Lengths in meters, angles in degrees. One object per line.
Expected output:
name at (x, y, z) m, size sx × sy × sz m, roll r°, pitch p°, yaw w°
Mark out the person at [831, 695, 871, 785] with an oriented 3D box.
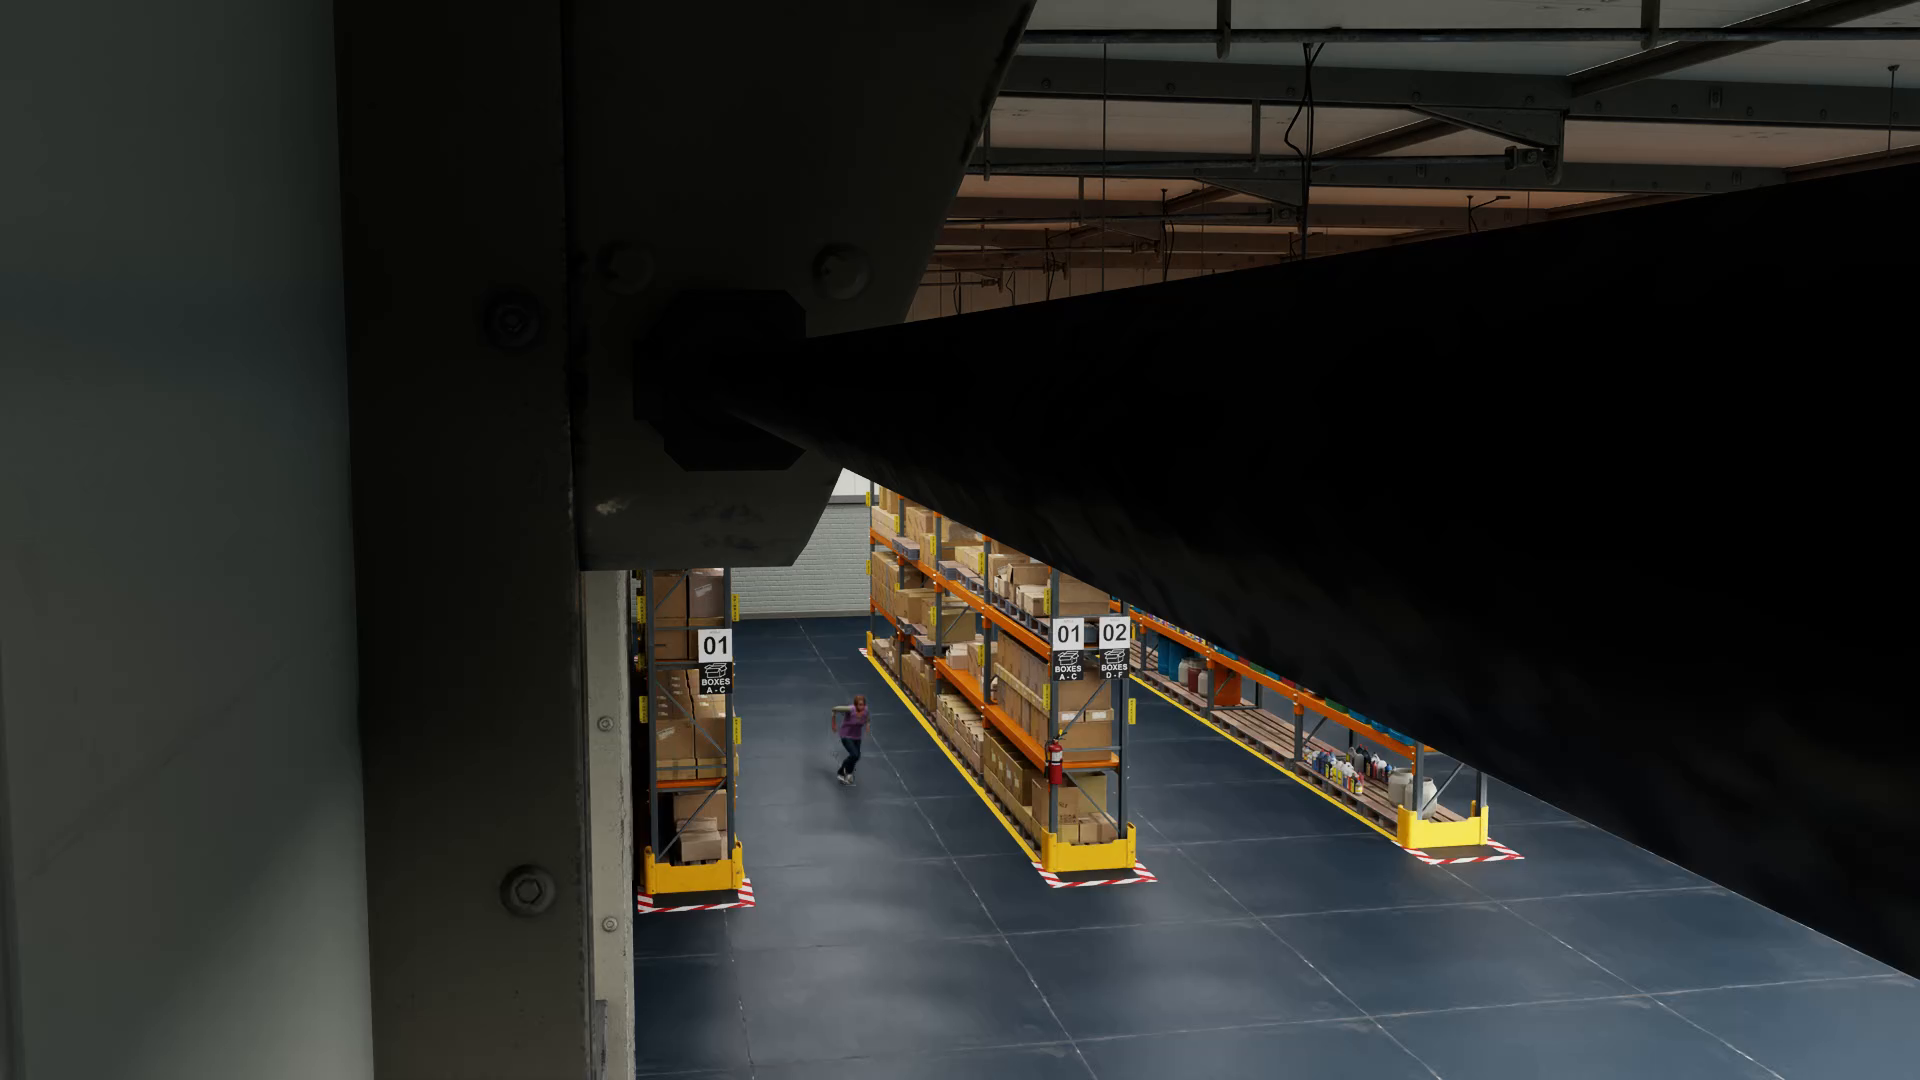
person at (-1.648, 2.998, 24.974) m, size 0.568 × 1.436 × 0.868 m, roll -3°, pitch 7°, yaw -30°
